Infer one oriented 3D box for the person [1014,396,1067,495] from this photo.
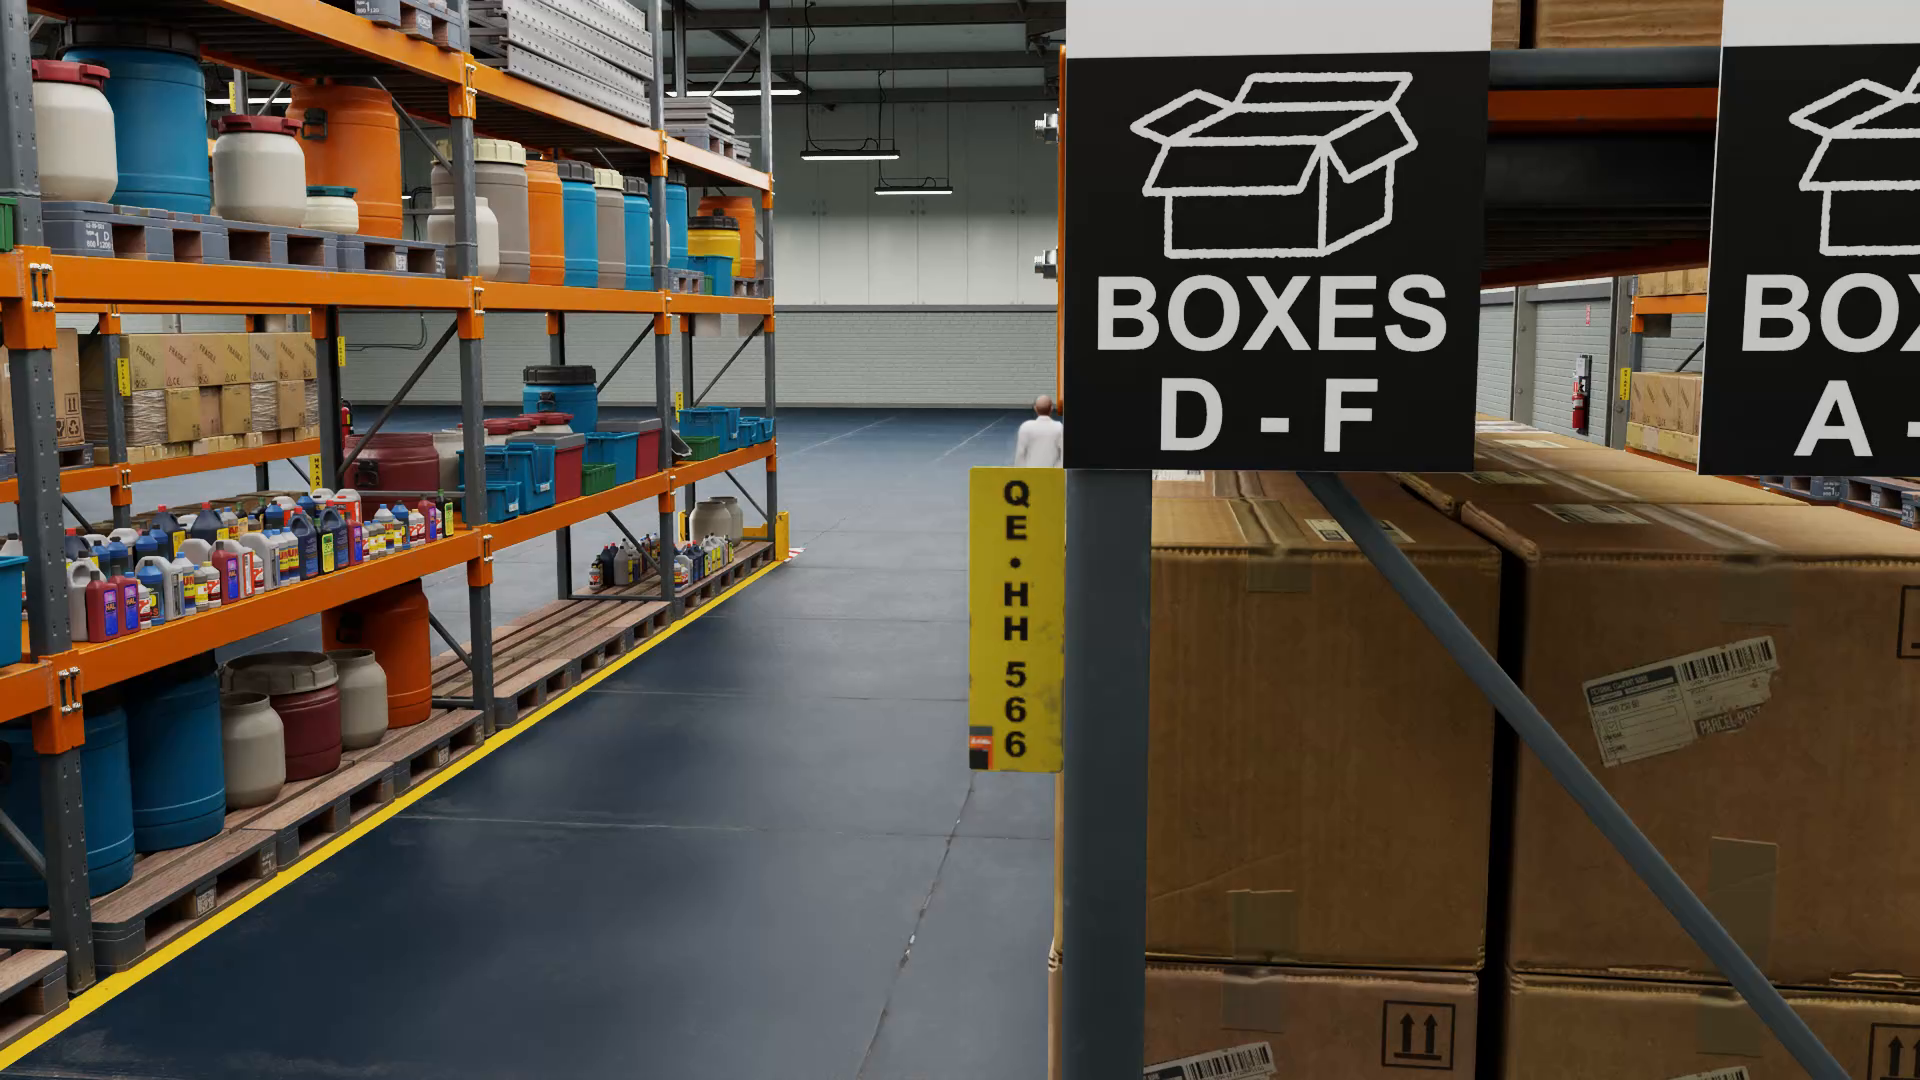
[{"bbox_3d":[0.862,-0.603,17.345,0.620,1.810,0.484,0,7,3],"label":"person"}]
